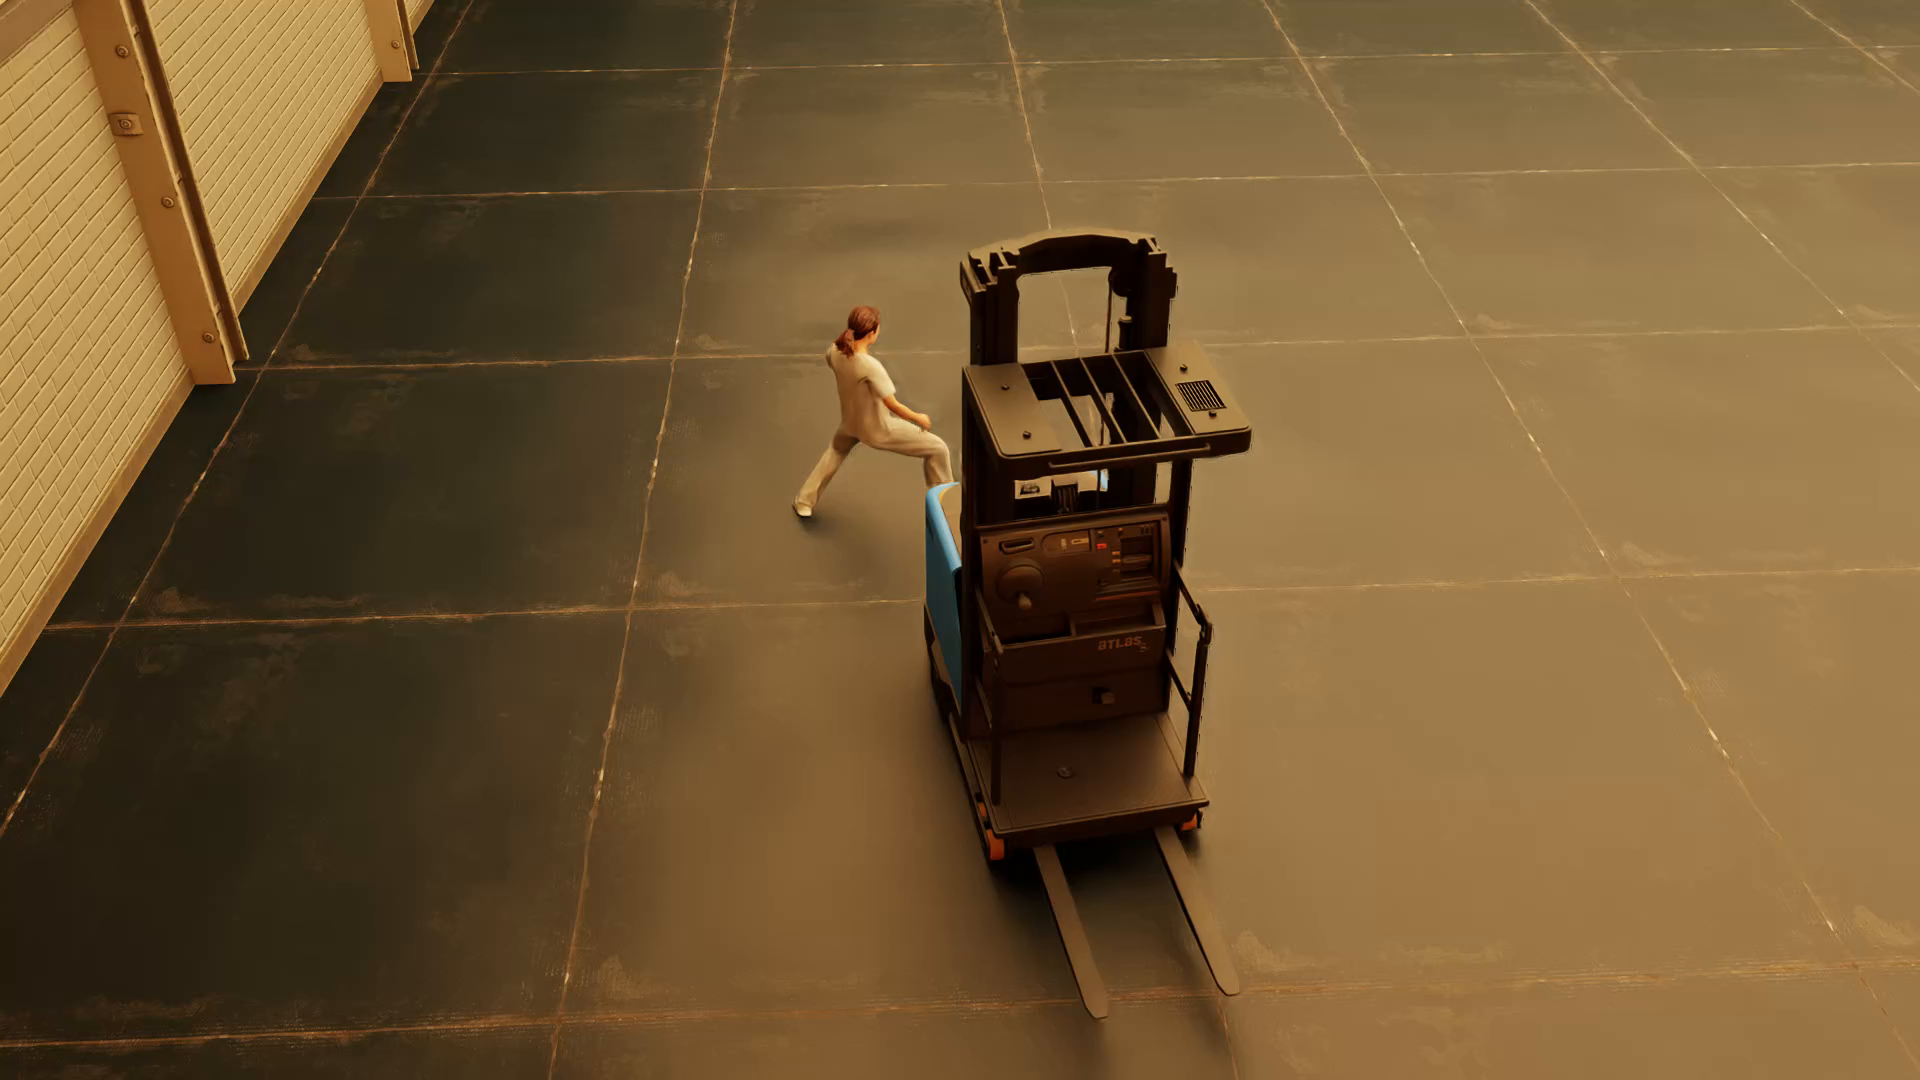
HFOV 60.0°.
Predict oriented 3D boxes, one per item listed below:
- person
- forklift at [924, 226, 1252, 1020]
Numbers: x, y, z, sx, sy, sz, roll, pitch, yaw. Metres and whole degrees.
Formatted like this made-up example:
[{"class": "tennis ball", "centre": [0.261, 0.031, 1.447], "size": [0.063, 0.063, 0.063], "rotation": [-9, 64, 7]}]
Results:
[{"class": "person", "centre": [-0.532, -0.790, 10.346], "size": [0.881, 1.538, 0.936], "rotation": [-28, 44, -33]}, {"class": "forklift", "centre": [0.601, 0.173, 7.773], "size": [1.130, 2.935, 3.031], "rotation": [-7, 37, -10]}]
